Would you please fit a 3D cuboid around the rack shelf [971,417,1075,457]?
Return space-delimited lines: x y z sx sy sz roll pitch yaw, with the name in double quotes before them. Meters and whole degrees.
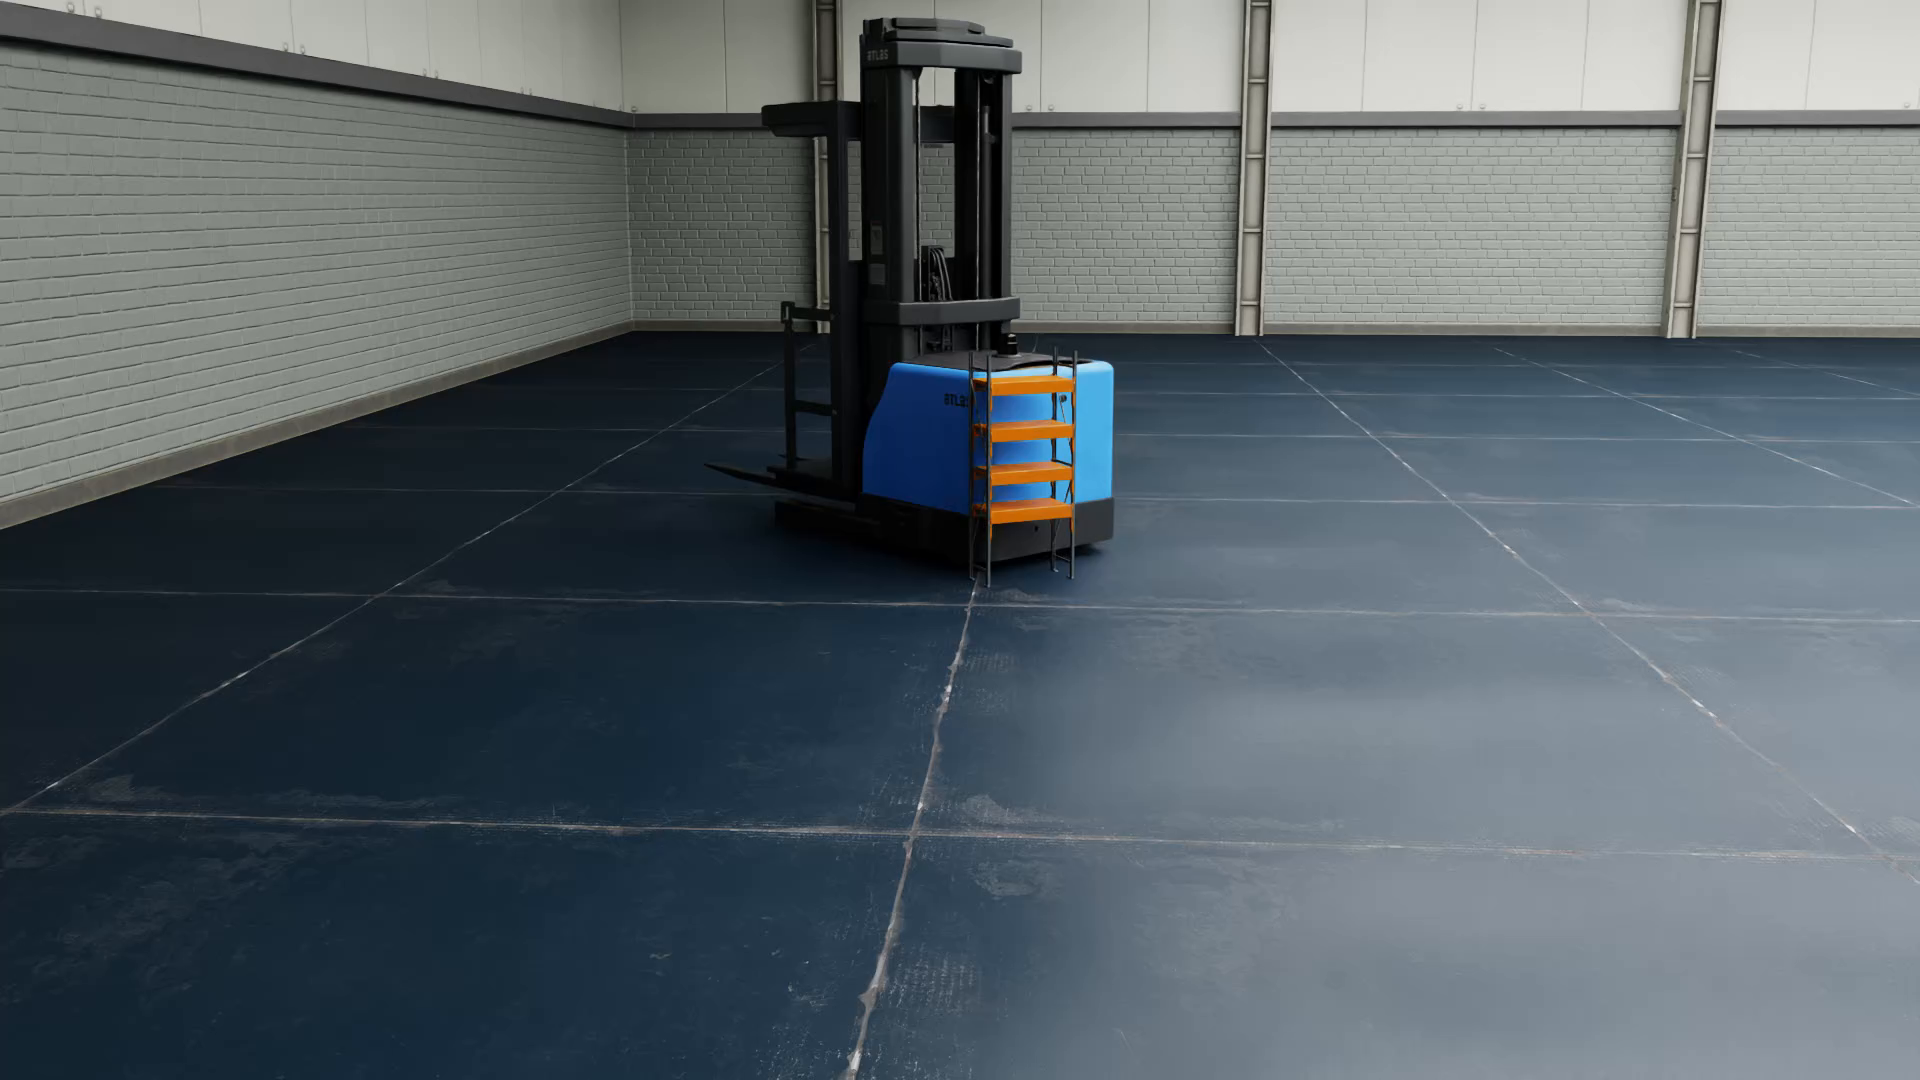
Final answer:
"rack shelf" 0.324 -0.536 8.638 0.480 0.148 0.258 -5 13 -24

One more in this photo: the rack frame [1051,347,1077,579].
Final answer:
"rack frame" 0.547 -0.404 8.768 0.015 1.200 0.240 -5 13 -24

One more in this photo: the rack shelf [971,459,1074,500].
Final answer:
"rack shelf" 0.324 -0.317 8.684 0.480 0.148 0.258 -5 13 -24

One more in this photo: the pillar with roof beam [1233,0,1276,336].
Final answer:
"pillar with roof beam" 3.839 -6.467 18.704 0.400 9.000 9.100 1 12 4

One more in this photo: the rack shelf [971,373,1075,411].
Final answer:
"rack shelf" 0.324 -0.768 8.589 0.480 0.148 0.258 -5 13 -24

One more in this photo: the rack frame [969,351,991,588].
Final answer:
"rack frame" 0.101 -0.363 8.572 0.015 1.200 0.240 -5 13 -24

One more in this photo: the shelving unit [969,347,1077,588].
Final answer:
"shelving unit" 0.324 -0.383 8.670 0.503 1.200 0.258 -5 13 -24

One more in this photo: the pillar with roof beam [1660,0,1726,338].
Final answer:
"pillar with roof beam" 9.826 -6.385 18.312 0.400 9.000 9.100 1 12 4

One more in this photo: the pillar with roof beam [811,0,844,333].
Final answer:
"pillar with roof beam" -2.147 -6.549 19.097 0.400 9.000 9.100 1 12 4

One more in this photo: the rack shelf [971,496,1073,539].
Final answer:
"rack shelf" 0.324 -0.123 8.724 0.480 0.148 0.258 -5 13 -24

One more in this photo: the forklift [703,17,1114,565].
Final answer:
"forklift" -0.474 -1.542 9.980 1.130 2.935 3.031 -10 16 -40
